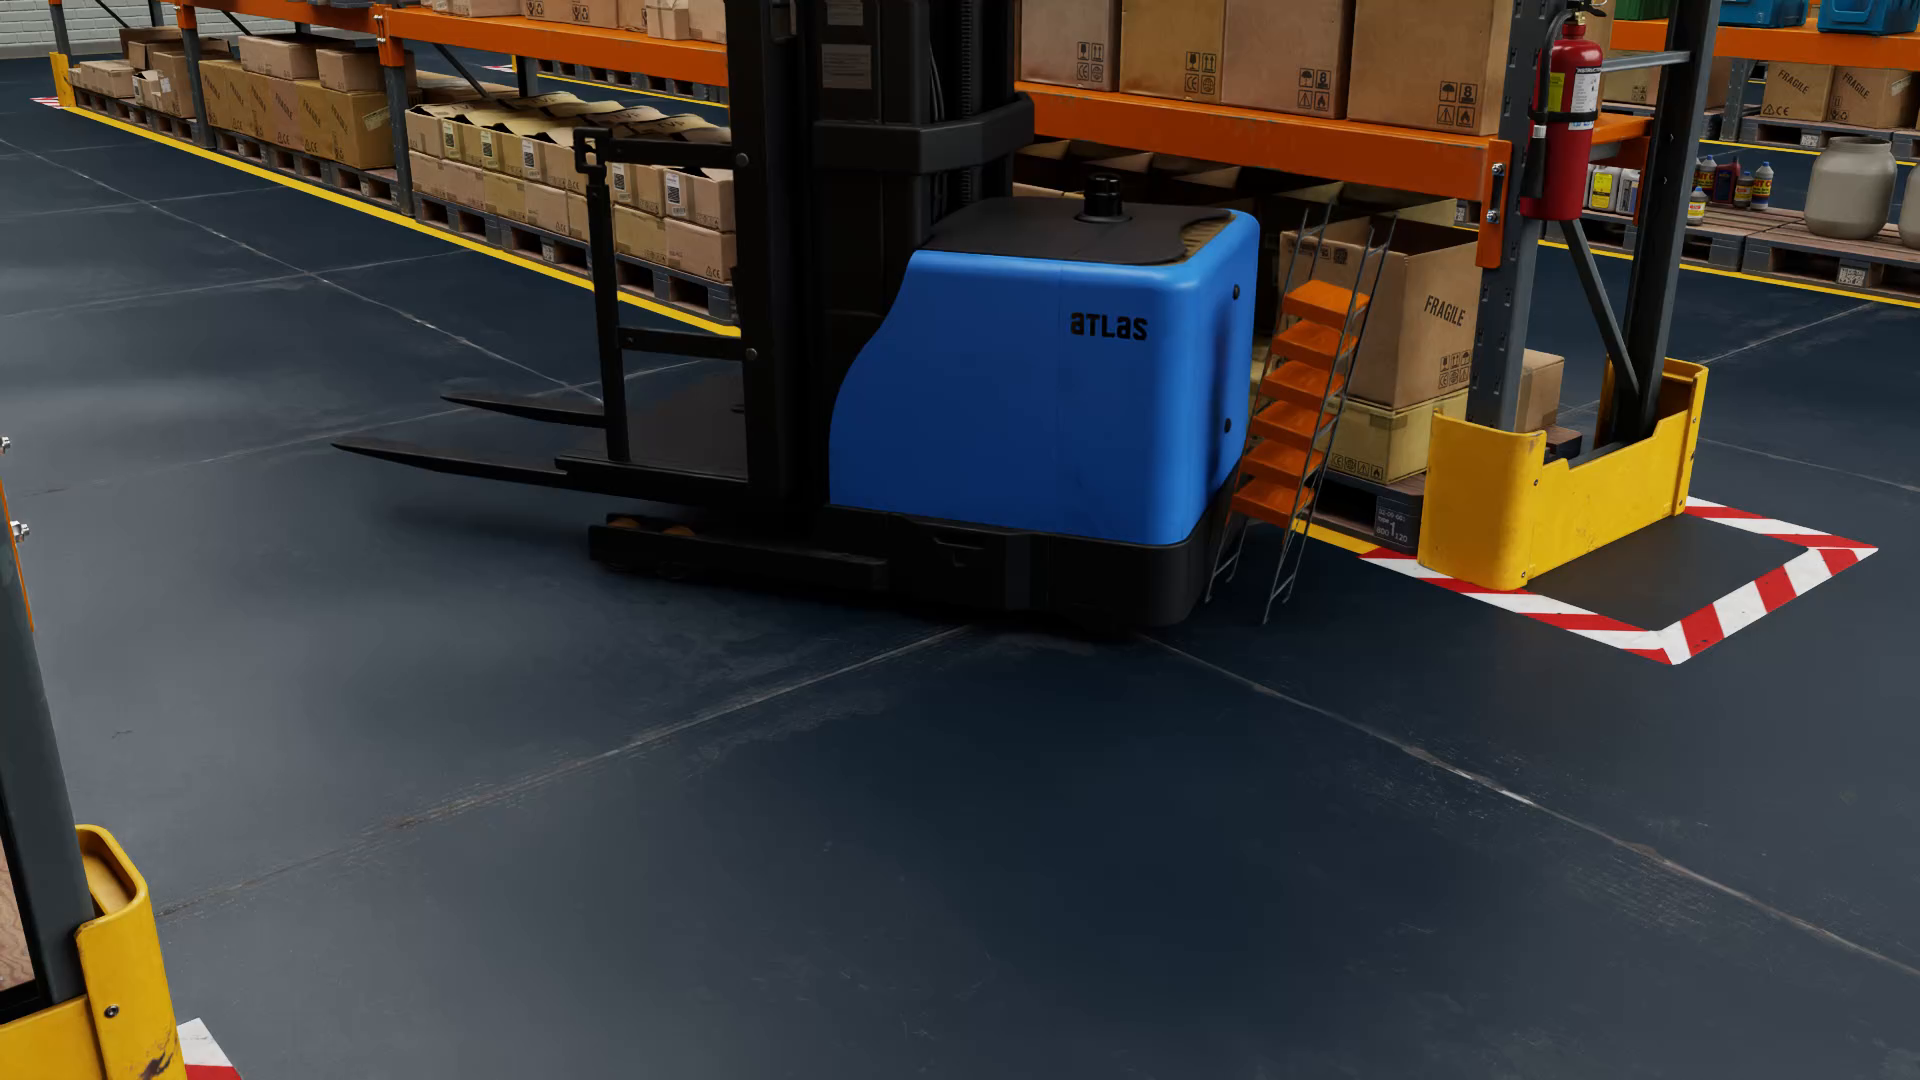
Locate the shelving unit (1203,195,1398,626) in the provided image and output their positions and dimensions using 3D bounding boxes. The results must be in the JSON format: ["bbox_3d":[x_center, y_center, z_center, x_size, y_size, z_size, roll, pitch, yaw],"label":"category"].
[{"bbox_3d":[0.953,-0.349,4.709,0.189,1.200,0.258,22,28,22],"label":"shelving unit"}]

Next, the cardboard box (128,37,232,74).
[{"bbox_3d":[-7.094,-4.300,15.168,0.797,0.503,0.637,-17,27,-37],"label":"cardboard box"}]

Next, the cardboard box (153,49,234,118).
[{"bbox_3d":[-6.451,-3.870,14.076,0.500,0.500,0.500,-17,27,-37],"label":"cardboard box"}]

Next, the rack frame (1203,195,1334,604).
[{"bbox_3d":[0.874,-0.381,4.744,0.006,1.200,0.240,22,28,22],"label":"rack frame"}]

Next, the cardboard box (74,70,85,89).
[{"bbox_3d":[-8.299,-4.463,16.049,0.380,0.166,0.250,-17,27,-37],"label":"cardboard box"}]

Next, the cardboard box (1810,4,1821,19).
[{"bbox_3d":[9.589,-5.605,18.189,1.050,0.750,0.750,-17,27,-37],"label":"cardboard box"}]

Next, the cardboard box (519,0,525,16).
[{"bbox_3d":[-2.378,-3.178,9.830,0.380,0.149,0.250,-15,26,-34],"label":"cardboard box"}]

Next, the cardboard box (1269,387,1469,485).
[{"bbox_3d":[1.395,-0.417,5.630,0.500,0.250,0.500,-17,27,-37],"label":"cardboard box"}]

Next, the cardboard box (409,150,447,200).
[{"bbox_3d":[-3.133,-2.335,10.526,0.500,0.250,0.500,-18,27,-38],"label":"cardboard box"}]

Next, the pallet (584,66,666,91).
[{"bbox_3d":[-3.419,-5.150,18.344,1.003,0.211,1.213,-17,27,-37],"label":"pallet"}]

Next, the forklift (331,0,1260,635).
[{"bbox_3d":[-0.632,-1.413,5.072,3.031,2.935,1.130,8,23,19],"label":"forklift"}]

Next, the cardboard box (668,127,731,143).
[{"bbox_3d":[-1.384,-2.161,9.314,0.500,0.311,0.500,-19,28,-39],"label":"cardboard box"}]

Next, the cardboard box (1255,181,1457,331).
[{"bbox_3d":[1.460,-1.027,6.159,0.500,0.500,0.500,-17,27,-37],"label":"cardboard box"}]

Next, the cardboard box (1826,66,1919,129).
[{"bbox_3d":[7.476,-3.641,13.520,0.500,0.500,0.500,-9,23,-21],"label":"cardboard box"}]

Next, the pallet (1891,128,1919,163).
[{"bbox_3d":[8.131,-3.073,13.042,1.003,0.211,1.213,-17,27,-37],"label":"pallet"}]

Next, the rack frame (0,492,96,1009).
[{"bbox_3d":[-1.779,-0.244,1.995,0.949,2.616,0.053,-17,27,-37],"label":"rack frame"}]

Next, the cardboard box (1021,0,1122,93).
[{"bbox_3d":[0.662,-2.029,6.416,0.700,0.500,0.500,-16,27,-36],"label":"cardboard box"}]

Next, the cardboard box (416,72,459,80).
[{"bbox_3d":[-4.003,-3.152,12.243,0.500,0.500,0.500,-18,28,-38],"label":"cardboard box"}]

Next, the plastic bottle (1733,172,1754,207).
[{"bbox_3d":[4.709,-2.108,9.986,0.097,0.201,0.097,0,21,0],"label":"plastic bottle"}]

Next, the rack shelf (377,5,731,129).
[{"bbox_3d":[-1.947,-2.747,9.370,1.077,0.370,4.000,-17,27,-37],"label":"rack shelf"}]

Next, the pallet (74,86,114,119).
[{"bbox_3d":[-7.904,-4.305,16.186,1.003,0.211,1.213,-17,27,-37],"label":"pallet"}]

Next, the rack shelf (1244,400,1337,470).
[{"bbox_3d":[0.946,-0.310,4.729,0.180,0.103,0.258,22,28,22],"label":"rack shelf"}]

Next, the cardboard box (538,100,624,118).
[{"bbox_3d":[-2.380,-2.582,10.390,0.500,0.311,0.500,-18,28,-38],"label":"cardboard box"}]

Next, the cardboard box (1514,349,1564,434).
[{"bbox_3d":[1.788,-0.540,5.945,0.500,0.250,0.500,-17,27,-37],"label":"cardboard box"}]

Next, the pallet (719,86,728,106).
[{"bbox_3d":[-1.637,-4.396,16.418,1.003,0.211,1.213,-17,27,-37],"label":"pallet"}]

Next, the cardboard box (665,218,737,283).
[{"bbox_3d":[-1.132,-1.490,8.369,0.500,0.250,0.500,-18,28,-38],"label":"cardboard box"}]

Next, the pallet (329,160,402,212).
[{"bbox_3d":[-3.711,-2.551,11.708,1.003,0.211,1.213,-17,27,-37],"label":"pallet"}]

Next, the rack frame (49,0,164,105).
[{"bbox_3d":[-8.475,-5.844,16.293,1.000,3.000,0.127,-17,27,-37],"label":"rack frame"}]

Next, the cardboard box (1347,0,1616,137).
[{"bbox_3d":[1.674,-1.602,5.325,0.700,0.500,0.500,-17,27,-37],"label":"cardboard box"}]

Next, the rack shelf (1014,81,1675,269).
[{"bbox_3d":[0.664,-1.641,6.548,1.077,0.370,4.000,-17,27,-37],"label":"rack shelf"}]

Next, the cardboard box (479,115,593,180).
[{"bbox_3d":[-2.453,-2.311,9.698,0.500,0.311,0.500,-18,28,-39],"label":"cardboard box"}]

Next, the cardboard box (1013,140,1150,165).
[{"bbox_3d":[0.473,-1.439,7.212,0.500,0.500,0.500,-17,27,-37],"label":"cardboard box"}]

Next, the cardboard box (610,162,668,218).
[{"bbox_3d":[-1.468,-1.891,8.625,0.500,0.311,0.500,-17,27,-36],"label":"cardboard box"}]

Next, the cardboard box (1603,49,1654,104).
[{"bbox_3d":[6.184,-4.238,15.016,0.700,0.500,0.500,-18,27,-38],"label":"cardboard box"}]

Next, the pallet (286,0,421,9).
[{"bbox_3d":[-3.748,-3.715,11.120,1.213,0.211,1.003,-17,27,-37],"label":"pallet"}]

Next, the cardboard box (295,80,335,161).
[{"bbox_3d":[-4.379,-3.021,11.907,0.500,0.500,0.500,-19,28,-39],"label":"cardboard box"}]

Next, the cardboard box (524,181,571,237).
[{"bbox_3d":[-2.126,-1.912,9.447,0.500,0.250,0.500,-17,27,-36],"label":"cardboard box"}]

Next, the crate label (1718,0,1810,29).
[{"bbox_3d":[4.318,-3.063,9.142,0.502,0.435,0.616,-17,27,-37],"label":"crate label"}]

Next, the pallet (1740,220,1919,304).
[{"bbox_3d":[5.113,-1.539,9.124,1.003,0.211,1.213,-17,27,-37],"label":"pallet"}]

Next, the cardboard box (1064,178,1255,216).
[{"bbox_3d":[0.730,-1.038,6.188,0.500,0.500,0.500,-17,27,-37],"label":"cardboard box"}]

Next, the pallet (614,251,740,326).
[{"bbox_3d":[-1.152,-1.425,8.832,1.003,0.211,1.213,-17,27,-37],"label":"pallet"}]

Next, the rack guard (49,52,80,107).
[{"bbox_3d":[-8.425,-4.659,16.695,1.175,0.500,0.348,-17,27,-37],"label":"rack guard"}]

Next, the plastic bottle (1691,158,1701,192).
[{"bbox_3d":[4.488,-2.234,10.212,0.097,0.271,0.097,0,21,0],"label":"plastic bottle"}]

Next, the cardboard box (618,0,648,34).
[{"bbox_3d":[-1.475,-2.937,8.733,0.500,0.500,0.500,-15,26,-34],"label":"cardboard box"}]

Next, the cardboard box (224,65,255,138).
[{"bbox_3d":[-5.376,-3.444,12.988,0.500,0.500,0.500,-17,27,-37],"label":"cardboard box"}]

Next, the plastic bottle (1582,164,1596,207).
[{"bbox_3d":[3.726,-2.187,9.984,0.144,0.351,0.185,-18,27,-38],"label":"plastic bottle"}]

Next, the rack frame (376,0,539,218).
[{"bbox_3d":[-3.253,-3.634,10.650,1.000,3.000,0.127,-17,27,-37],"label":"rack frame"}]

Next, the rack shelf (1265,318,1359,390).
[{"bbox_3d":[0.984,-0.522,4.623,0.180,0.103,0.258,22,28,22],"label":"rack shelf"}]

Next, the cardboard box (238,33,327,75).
[{"bbox_3d":[-5.080,-3.661,12.515,0.500,0.250,0.500,-17,27,-37],"label":"cardboard box"}]

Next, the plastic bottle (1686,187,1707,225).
[{"bbox_3d":[4.193,-1.907,9.473,0.097,0.201,0.097,0,21,0],"label":"plastic bottle"}]
